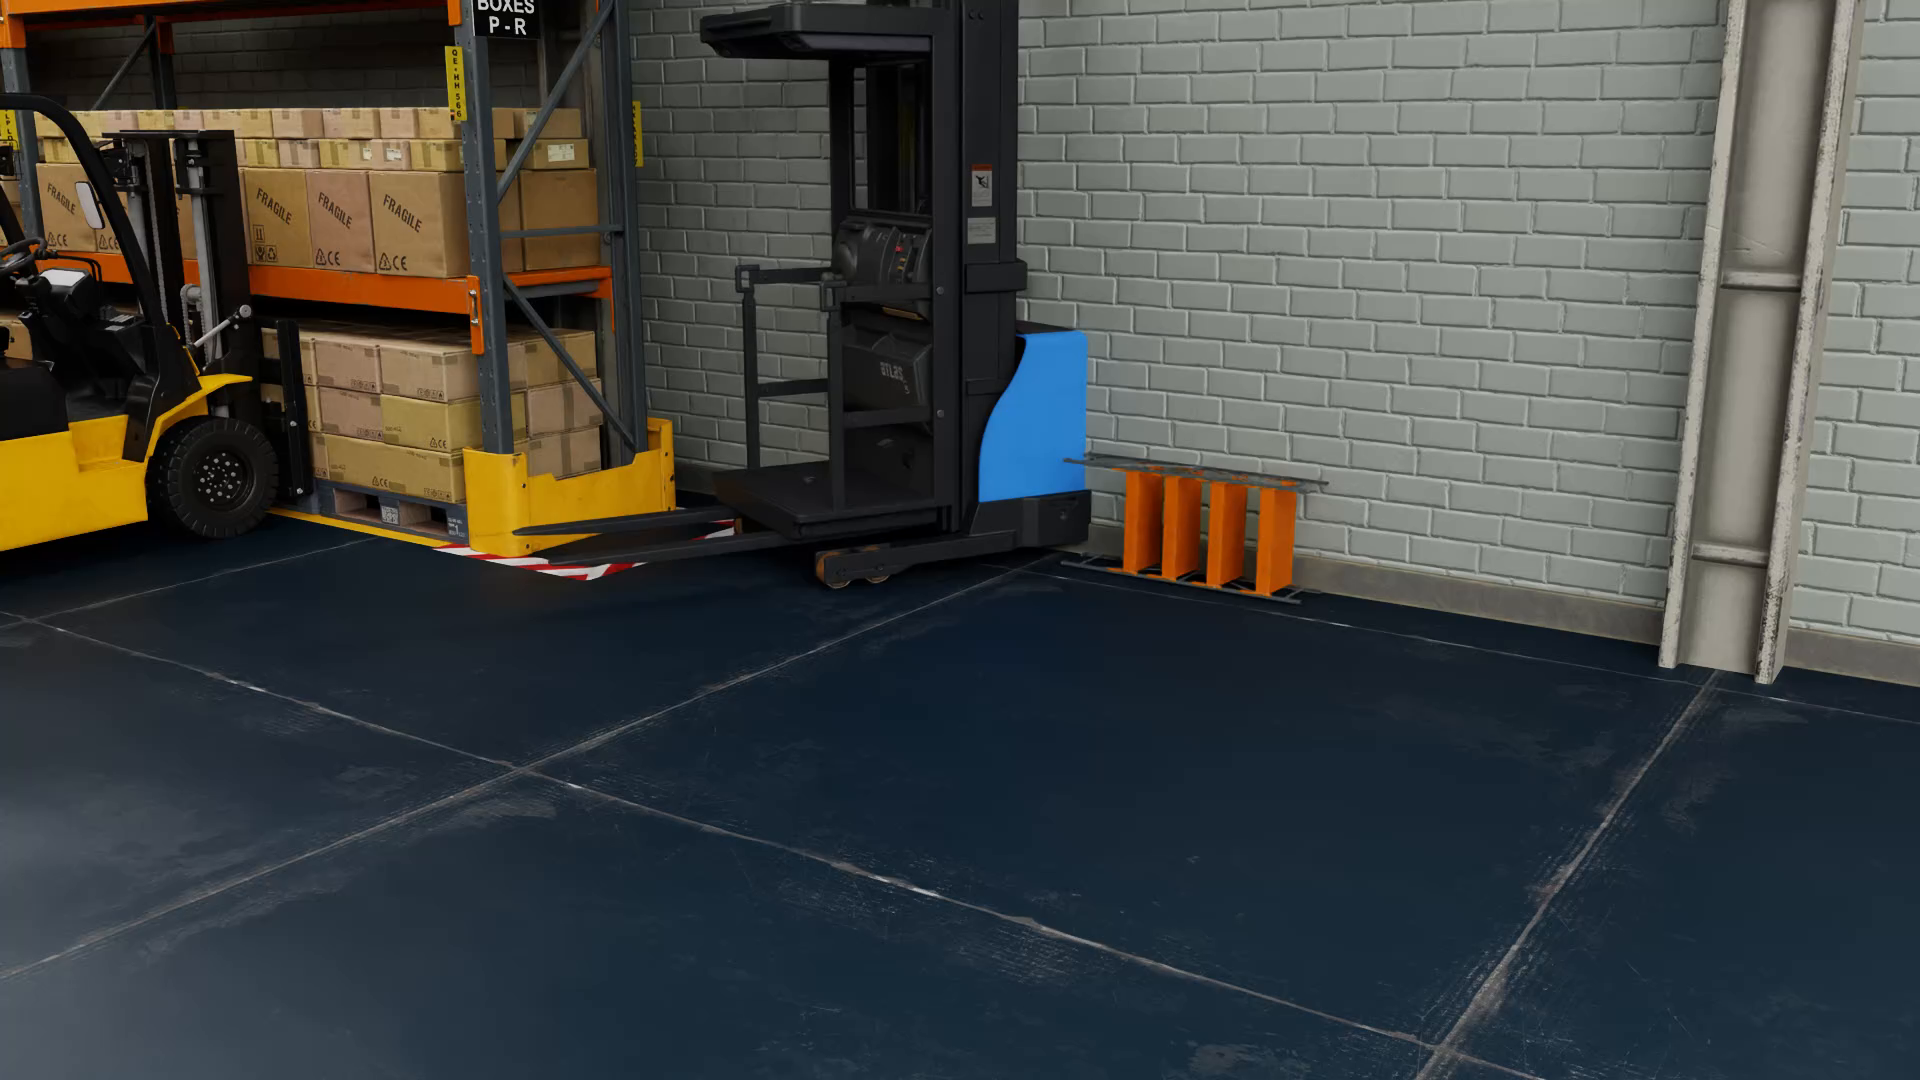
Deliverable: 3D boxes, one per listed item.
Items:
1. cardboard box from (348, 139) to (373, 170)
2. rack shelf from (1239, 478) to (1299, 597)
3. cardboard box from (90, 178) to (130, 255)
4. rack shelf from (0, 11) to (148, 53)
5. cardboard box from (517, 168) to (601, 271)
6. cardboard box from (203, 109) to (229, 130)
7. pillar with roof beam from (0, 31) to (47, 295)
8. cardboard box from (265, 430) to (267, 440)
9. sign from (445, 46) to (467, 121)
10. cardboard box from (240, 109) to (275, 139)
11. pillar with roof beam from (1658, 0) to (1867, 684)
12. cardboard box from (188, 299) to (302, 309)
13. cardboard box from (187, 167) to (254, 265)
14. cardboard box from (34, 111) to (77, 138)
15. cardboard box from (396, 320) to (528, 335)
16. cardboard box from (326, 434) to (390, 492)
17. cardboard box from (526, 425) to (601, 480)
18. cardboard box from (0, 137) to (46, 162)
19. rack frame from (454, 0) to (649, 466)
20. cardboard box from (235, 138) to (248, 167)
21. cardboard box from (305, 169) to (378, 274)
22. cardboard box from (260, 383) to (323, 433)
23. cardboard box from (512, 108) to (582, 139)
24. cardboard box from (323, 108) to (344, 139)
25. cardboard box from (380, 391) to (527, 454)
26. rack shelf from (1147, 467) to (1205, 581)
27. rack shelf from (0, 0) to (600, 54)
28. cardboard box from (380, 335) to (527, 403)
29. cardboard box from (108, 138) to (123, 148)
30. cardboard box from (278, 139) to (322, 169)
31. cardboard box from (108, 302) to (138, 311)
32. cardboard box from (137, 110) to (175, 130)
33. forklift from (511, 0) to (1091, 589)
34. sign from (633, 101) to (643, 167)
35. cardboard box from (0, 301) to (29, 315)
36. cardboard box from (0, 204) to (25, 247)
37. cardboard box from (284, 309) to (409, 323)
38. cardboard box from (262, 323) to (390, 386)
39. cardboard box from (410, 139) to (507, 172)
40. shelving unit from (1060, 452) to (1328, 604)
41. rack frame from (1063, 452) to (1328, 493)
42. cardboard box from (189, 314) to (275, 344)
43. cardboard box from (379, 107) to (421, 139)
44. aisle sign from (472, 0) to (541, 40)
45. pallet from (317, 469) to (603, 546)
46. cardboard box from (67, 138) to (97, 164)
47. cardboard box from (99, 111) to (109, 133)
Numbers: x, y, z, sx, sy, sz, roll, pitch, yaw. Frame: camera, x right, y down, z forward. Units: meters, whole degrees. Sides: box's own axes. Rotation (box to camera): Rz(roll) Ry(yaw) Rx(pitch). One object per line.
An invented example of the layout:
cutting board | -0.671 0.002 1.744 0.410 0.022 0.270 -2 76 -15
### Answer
cardboard box | -2.834 -1.938 8.353 0.250 0.149 0.380 10 17 34
rack shelf | 1.360 -0.017 7.306 0.148 0.480 0.258 9 16 33
cardboard box | -4.635 -1.916 9.612 0.500 0.500 0.500 10 17 34
rack shelf | -6.958 -3.420 11.153 4.000 0.370 1.077 9 17 33
cardboard box | -2.236 -1.679 8.656 0.500 0.500 0.500 10 17 35
cardboard box | -3.870 -2.264 9.051 0.250 0.149 0.380 9 17 33
pillar with roof beam | -9.436 -4.640 8.342 0.400 9.000 9.100 9 17 33
cardboard box | -3.807 -0.581 9.275 0.500 0.250 0.500 10 17 35
sign | -2.294 -2.080 7.579 0.005 0.325 0.100 9 17 33
cardboard box | -3.510 -2.174 8.686 0.250 0.149 0.380 10 17 34
pillar with roof beam | 0.521 -3.031 1.841 0.400 9.000 9.100 9 17 33
cardboard box | -4.354 -1.307 10.130 0.500 0.250 0.500 9 16 32
cardboard box | -3.809 -1.776 9.049 0.500 0.500 0.500 9 17 33
cardboard box | -5.200 -2.451 9.806 0.250 0.149 0.380 10 17 34
cardboard box | -2.690 -1.032 9.017 0.500 0.250 0.500 9 17 33
cardboard box | -2.953 -0.447 8.733 0.500 0.250 0.500 9 17 33
cardboard box | -2.278 -0.483 8.880 0.500 0.250 0.500 9 17 33
cardboard box | -5.706 -2.410 10.260 0.250 0.149 0.380 10 17 35
rack frame | -1.980 -1.509 8.176 0.127 3.000 1.000 9 17 33
cardboard box | -3.659 -2.082 8.932 0.250 0.149 0.380 9 17 32
cardboard box | -2.960 -1.643 8.508 0.500 0.500 0.500 10 17 35
cardboard box | -3.408 -0.758 8.951 0.500 0.250 0.500 9 16 32
cardboard box | -2.139 -2.104 8.405 0.250 0.149 0.380 9 16 32
cardboard box | -3.014 -2.128 8.498 0.250 0.149 0.380 9 17 33
cardboard box | -2.558 -0.624 8.408 0.500 0.250 0.500 9 16 32
rack shelf | 0.981 -0.080 7.560 0.148 0.480 0.258 9 16 33
rack shelf | -3.639 -2.884 8.986 4.000 0.370 1.077 9 17 33
cardboard box | -2.536 -0.863 8.334 0.500 0.250 0.500 10 17 35
cardboard box | -4.570 -2.202 9.418 0.250 0.149 0.380 10 17 34
cardboard box | -3.281 -2.000 8.603 0.250 0.149 0.380 9 16 31
cardboard box | -5.073 -1.272 9.988 0.500 0.250 0.500 9 16 32
cardboard box | -4.329 -2.317 9.265 0.250 0.149 0.380 9 16 32
forklift | -0.552 -1.350 7.677 3.031 2.935 1.130 -8 16 -28
sign | -1.665 -2.077 8.507 0.005 0.325 0.100 9 17 33
cardboard box | -6.378 -1.270 11.278 0.625 0.625 0.875 9 17 32
cardboard box | -5.863 -1.988 10.424 0.500 0.250 0.500 10 17 34
cardboard box | -3.520 -1.171 9.579 0.500 0.250 0.500 9 16 32
cardboard box | -3.387 -0.996 8.872 0.500 0.250 0.500 9 17 34
cardboard box | -2.424 -1.863 8.049 0.250 0.149 0.380 9 17 34
shelving unit | 1.037 -0.070 7.523 1.200 0.503 0.258 9 16 33
rack frame | 1.039 -0.308 7.468 1.200 0.015 0.240 9 16 33
cardboard box | -4.235 -1.137 9.443 0.500 0.250 0.500 10 17 35
cardboard box | -2.617 -2.050 8.184 0.250 0.149 0.380 9 17 33
aisle sign | -2.089 -2.703 7.592 0.004 0.787 0.394 9 17 33
pallet | -2.638 -0.250 8.892 1.213 0.211 1.003 9 17 33
cardboard box | -4.965 -2.279 9.730 0.250 0.149 0.380 10 17 34
cardboard box | -4.716 -2.402 9.606 0.250 0.149 0.380 9 16 32
